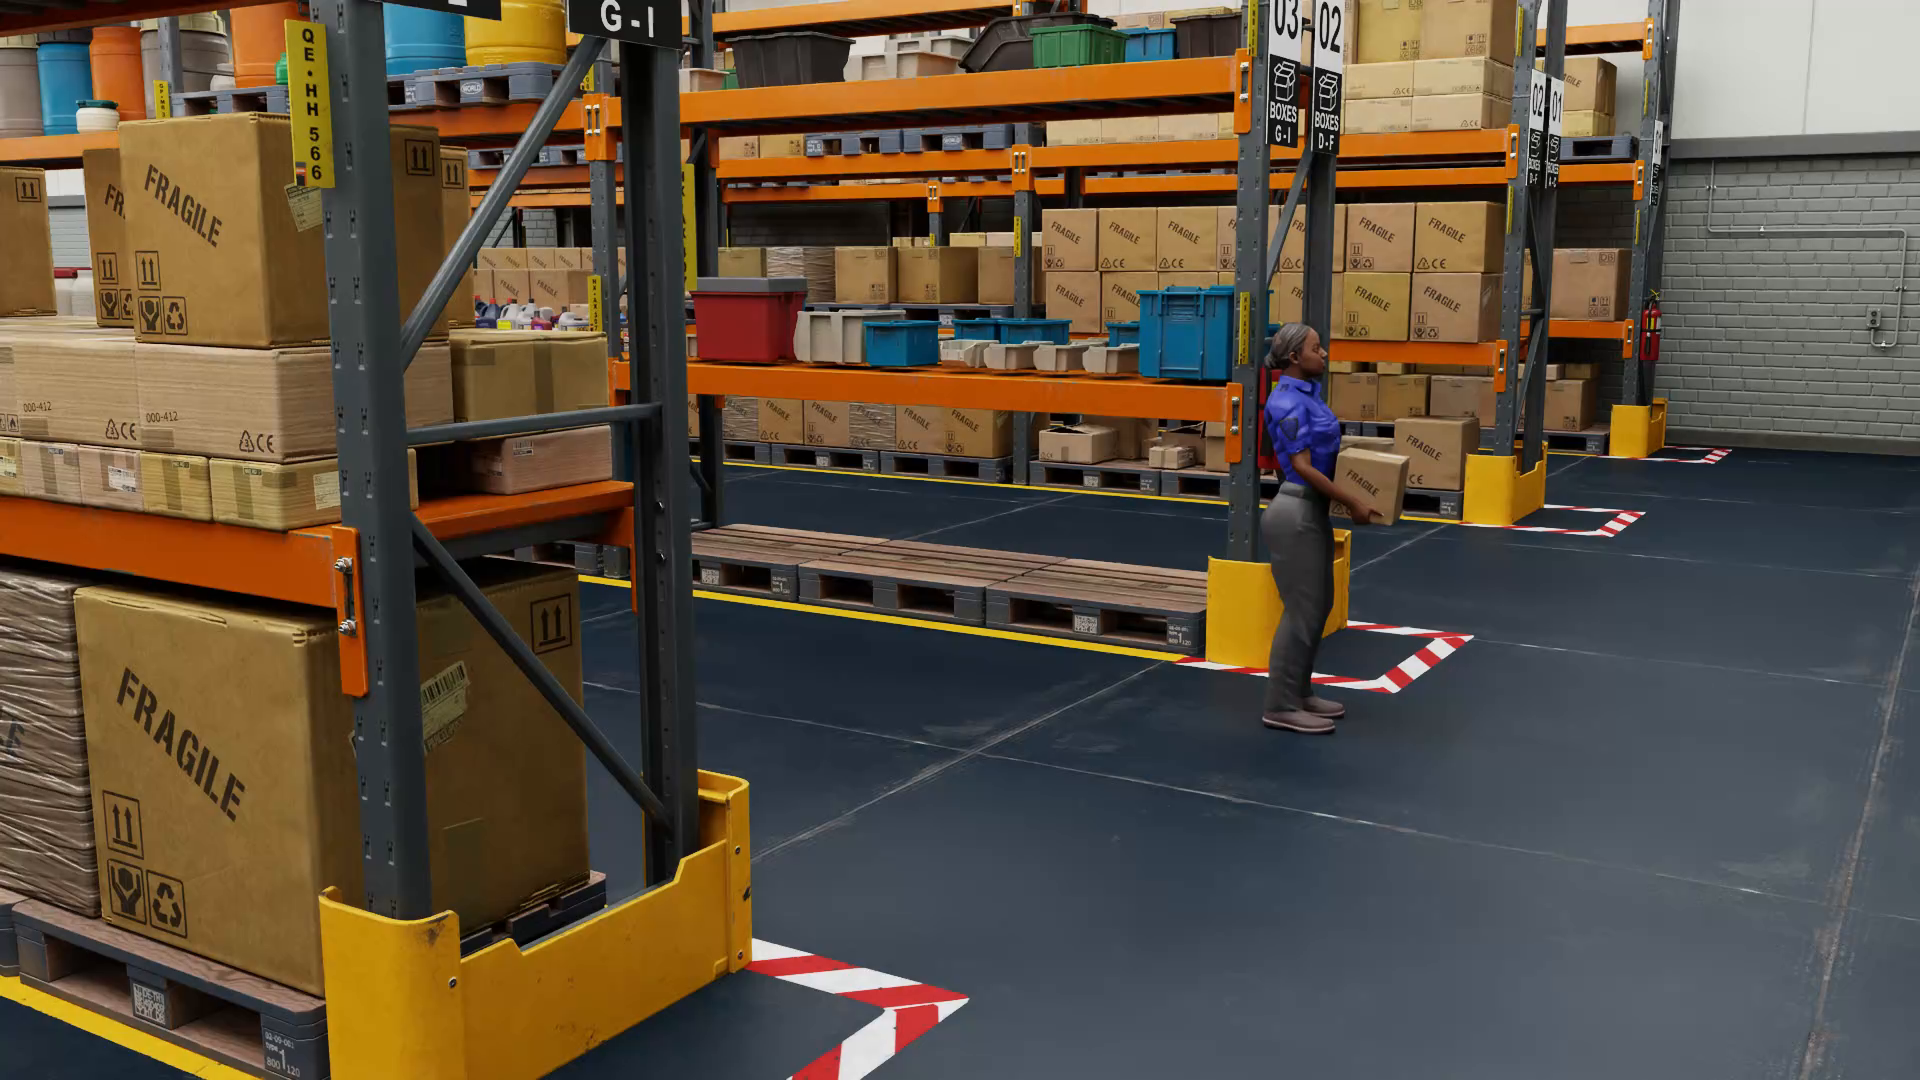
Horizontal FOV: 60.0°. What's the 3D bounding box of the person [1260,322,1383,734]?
[{"bbox_3d":[1.472,-0.054,6.754,0.523,1.646,0.450,4,10,22],"label":"person"}]
